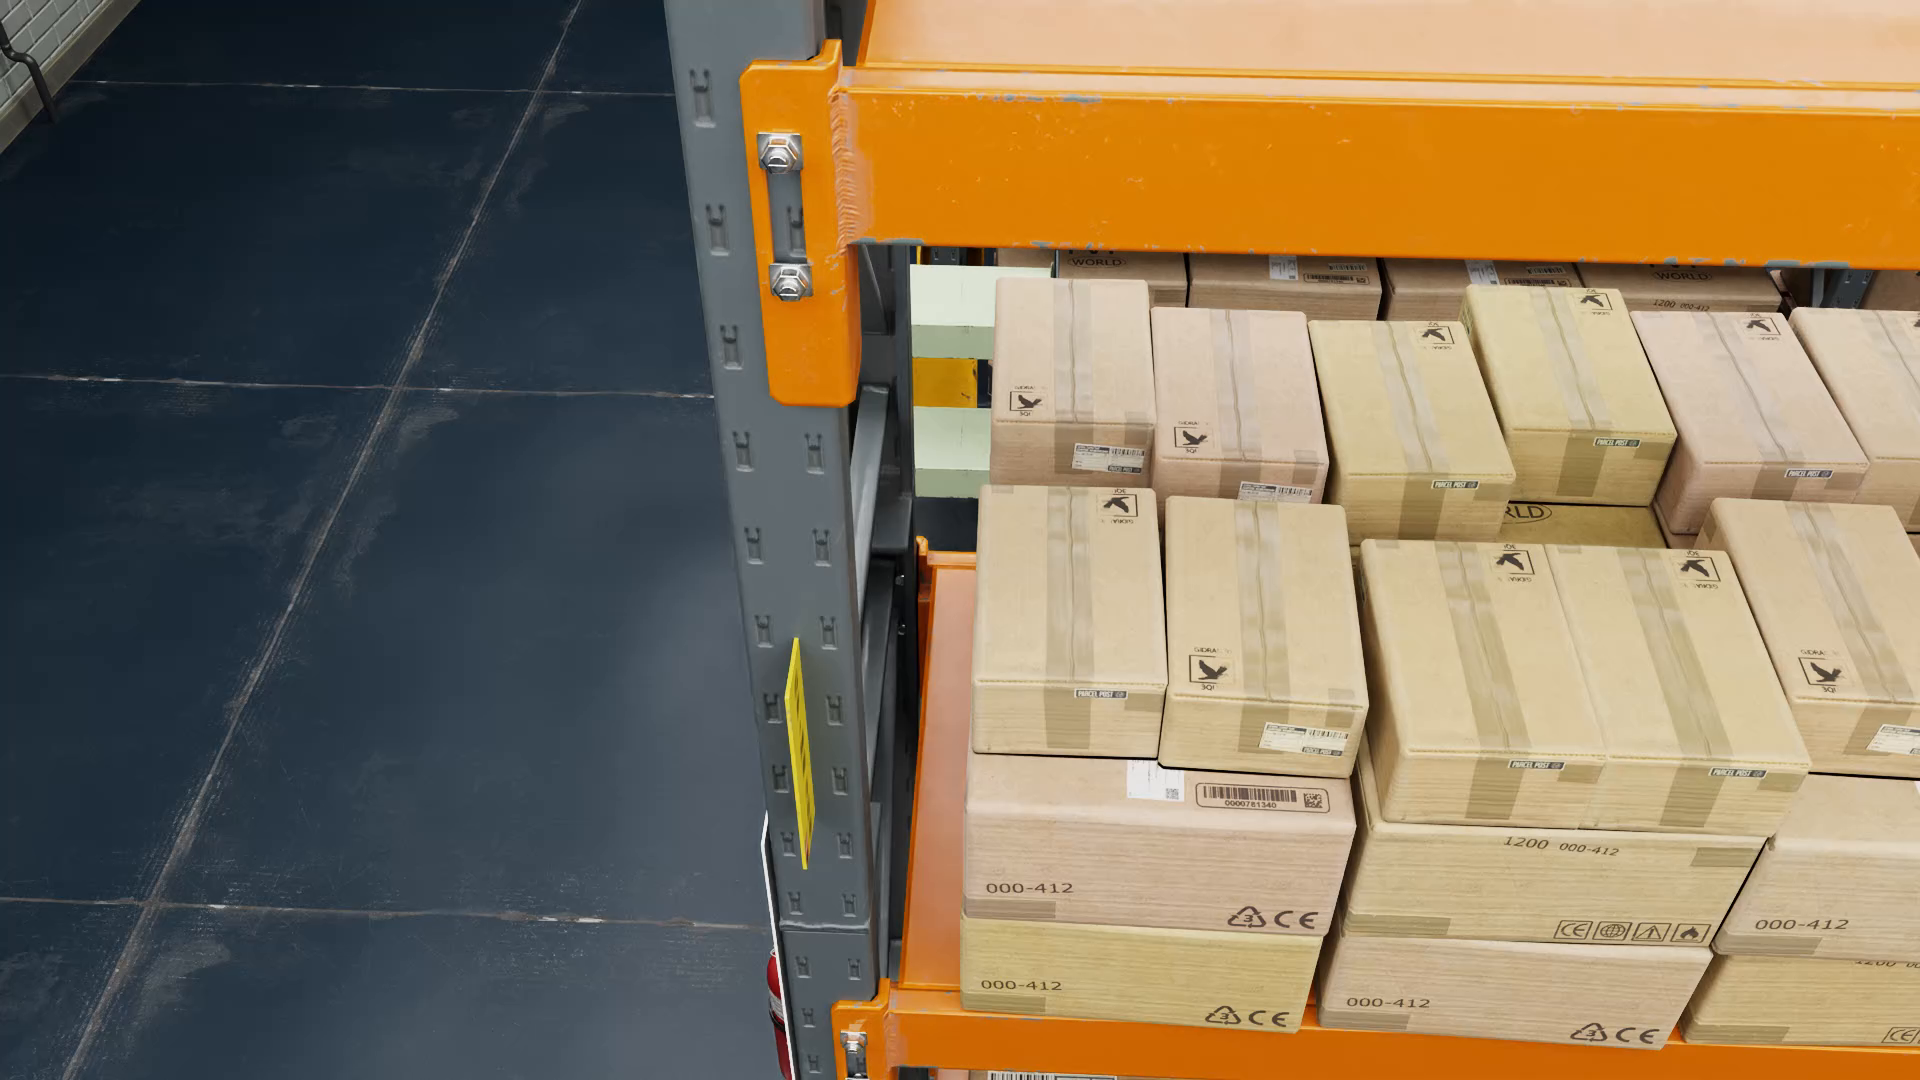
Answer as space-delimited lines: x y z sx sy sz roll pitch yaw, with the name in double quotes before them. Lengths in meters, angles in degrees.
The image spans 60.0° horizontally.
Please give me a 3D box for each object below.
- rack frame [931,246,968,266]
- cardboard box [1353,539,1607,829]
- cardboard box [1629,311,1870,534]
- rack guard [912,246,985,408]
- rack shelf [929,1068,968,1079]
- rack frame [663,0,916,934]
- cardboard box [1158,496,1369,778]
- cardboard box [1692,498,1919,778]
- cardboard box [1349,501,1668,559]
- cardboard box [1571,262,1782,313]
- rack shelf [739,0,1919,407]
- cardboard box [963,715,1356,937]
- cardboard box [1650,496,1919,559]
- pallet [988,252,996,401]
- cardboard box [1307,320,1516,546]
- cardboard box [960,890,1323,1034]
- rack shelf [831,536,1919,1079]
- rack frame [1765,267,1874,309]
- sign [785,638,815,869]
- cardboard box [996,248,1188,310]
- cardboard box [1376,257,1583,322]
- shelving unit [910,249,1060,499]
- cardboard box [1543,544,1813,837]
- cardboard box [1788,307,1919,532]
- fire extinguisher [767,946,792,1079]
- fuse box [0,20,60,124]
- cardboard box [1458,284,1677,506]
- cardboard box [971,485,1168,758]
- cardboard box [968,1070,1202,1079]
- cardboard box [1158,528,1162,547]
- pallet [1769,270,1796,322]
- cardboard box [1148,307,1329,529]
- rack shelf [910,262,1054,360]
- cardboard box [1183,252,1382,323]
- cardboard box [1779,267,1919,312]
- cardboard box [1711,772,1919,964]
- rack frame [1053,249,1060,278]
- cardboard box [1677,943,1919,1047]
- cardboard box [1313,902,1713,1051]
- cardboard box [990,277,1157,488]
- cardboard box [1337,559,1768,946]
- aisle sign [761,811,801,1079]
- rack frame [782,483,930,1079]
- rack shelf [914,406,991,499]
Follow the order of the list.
"rack frame" -0.046 -2.064 7.350 0.127 3.000 1.000 2 43 2
"cardboard box" 0.667 0.181 2.190 0.250 0.149 0.380 2 43 2
"cardboard box" 1.195 -0.187 2.585 0.250 0.149 0.380 1 43 1
"rack guard" -0.070 -1.150 8.203 0.348 0.500 1.175 2 43 2
"rack shelf" 1.830 1.634 3.908 4.000 0.370 1.077 2 43 2
"rack frame" -0.168 -0.885 1.684 0.127 3.000 1.000 2 43 2
"cardboard box" 0.399 0.123 2.253 0.250 0.149 0.380 3 43 4
"cardboard box" 1.172 0.125 2.250 0.250 0.149 0.380 3 43 3
"cardboard box" 0.815 -0.060 2.742 0.500 0.250 0.500 1 43 1
"cardboard box" 3.328 -1.250 8.048 0.875 0.438 0.875 1 43 1
"rack shelf" 1.830 -0.560 1.864 4.000 0.370 1.077 2 43 2
"cardboard box" 0.269 0.275 2.382 0.500 0.250 0.500 2 43 3
"cardboard box" 1.326 -0.043 2.723 0.500 0.250 0.500 2 43 3
"pallet" 0.757 -1.072 8.332 1.213 0.211 1.003 2 43 2
"cardboard box" 0.676 -0.170 2.567 0.250 0.149 0.380 1 43 1
"cardboard box" 0.269 0.455 2.556 0.500 0.250 0.500 3 43 3
"rack shelf" 1.830 0.537 2.886 4.000 0.370 1.077 2 43 2
"rack frame" 3.950 -1.941 7.219 0.127 3.000 1.000 2 43 2
"sign" -0.192 0.262 2.012 0.005 0.325 0.100 2 43 2
"cardboard box" 0.618 -1.328 8.132 0.875 0.438 0.875 0 43 0
"cardboard box" 2.433 -1.277 8.077 0.875 0.438 0.875 1 43 1
"shelving unit" 0.007 -0.549 6.824 0.755 1.500 0.431 2 43 2
"cardboard box" 0.910 0.189 2.182 0.250 0.149 0.380 2 43 2
"cardboard box" 1.456 -0.191 2.590 0.250 0.149 0.380 3 43 3
"fire extinguisher" -0.399 1.152 4.228 0.183 0.674 0.296 2 43 2
"fuse box" -5.439 -3.176 9.489 0.414 1.711 0.539 2 43 2
"cardboard box" 0.945 -0.236 2.638 0.250 0.149 0.380 2 43 3
"cardboard box" 0.146 0.103 2.274 0.250 0.149 0.380 1 43 2
"cardboard box" 0.269 0.993 3.044 0.500 0.500 0.500 2 43 2
"cardboard box" 0.304 -0.075 2.758 0.500 0.250 0.500 1 43 1
"pallet" 4.724 -0.949 8.199 1.213 0.211 1.003 2 43 2
"cardboard box" 0.420 -0.192 2.591 0.250 0.149 0.380 2 43 3
"rack shelf" 0.007 -0.834 6.558 0.720 0.370 0.431 2 43 2
"cardboard box" 1.533 -1.306 8.108 0.875 0.438 0.875 3 43 3
"cardboard box" 4.573 -1.353 7.838 0.875 0.875 0.875 3 43 3
"cardboard box" 1.285 0.313 2.341 0.500 0.250 0.500 2 43 2
"rack frame" 0.372 -0.537 6.812 0.023 1.500 0.400 2 43 2
"cardboard box" 1.310 0.481 2.528 0.500 0.250 0.500 0 43 1
"cardboard box" 0.795 0.474 2.535 0.500 0.250 0.500 3 43 3
"cardboard box" 0.178 -0.252 2.655 0.250 0.149 0.380 1 43 2
"cardboard box" 0.781 0.290 2.366 0.500 0.250 0.500 1 43 1
"aisle sign" -0.254 0.560 2.626 0.004 0.787 0.394 2 43 2
"rack frame" -0.168 1.310 3.729 0.127 3.000 1.000 2 43 2
"rack shelf" 0.007 -0.310 7.046 0.720 0.370 0.431 2 43 2
